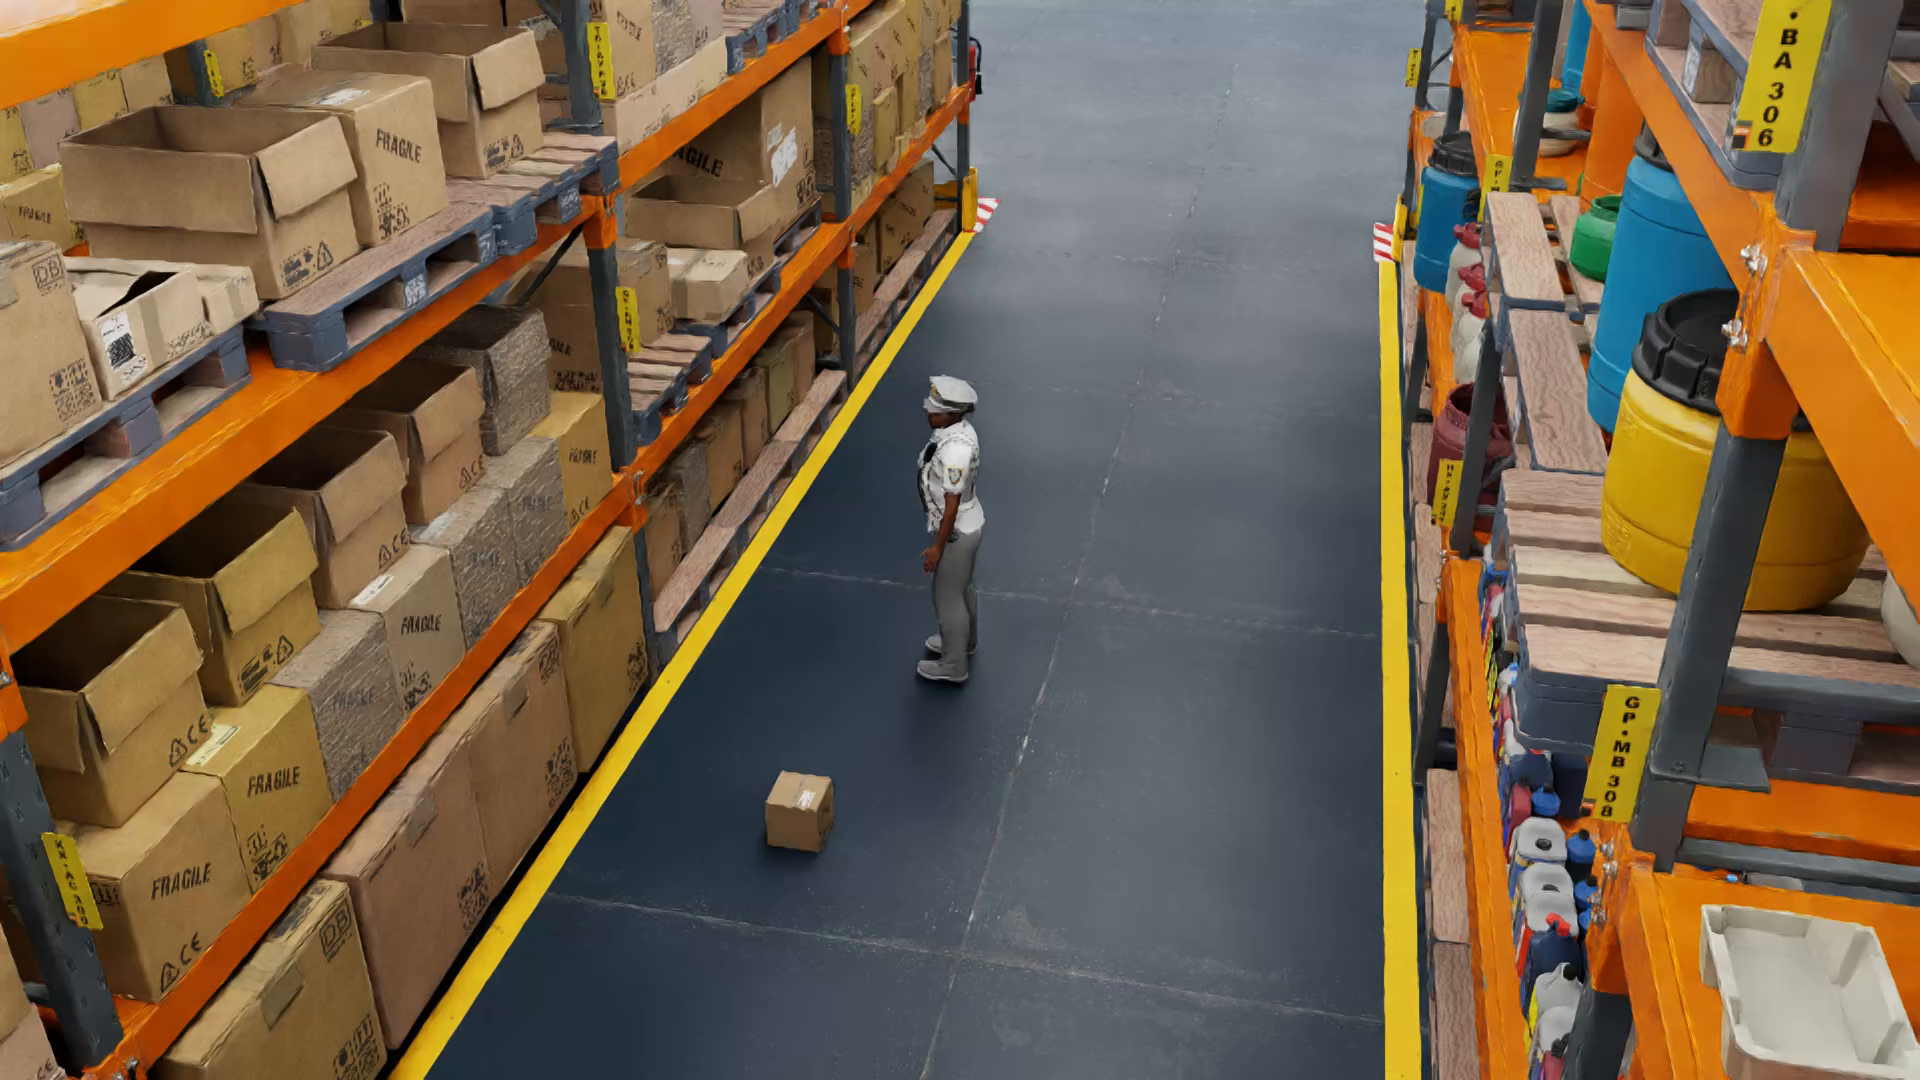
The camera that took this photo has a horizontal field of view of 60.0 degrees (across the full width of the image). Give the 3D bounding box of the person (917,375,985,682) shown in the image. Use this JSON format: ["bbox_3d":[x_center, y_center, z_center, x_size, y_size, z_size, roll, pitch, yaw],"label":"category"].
[{"bbox_3d":[-0.053,-0.046,8.643,0.360,1.677,0.501,0,29,0],"label":"person"}]
